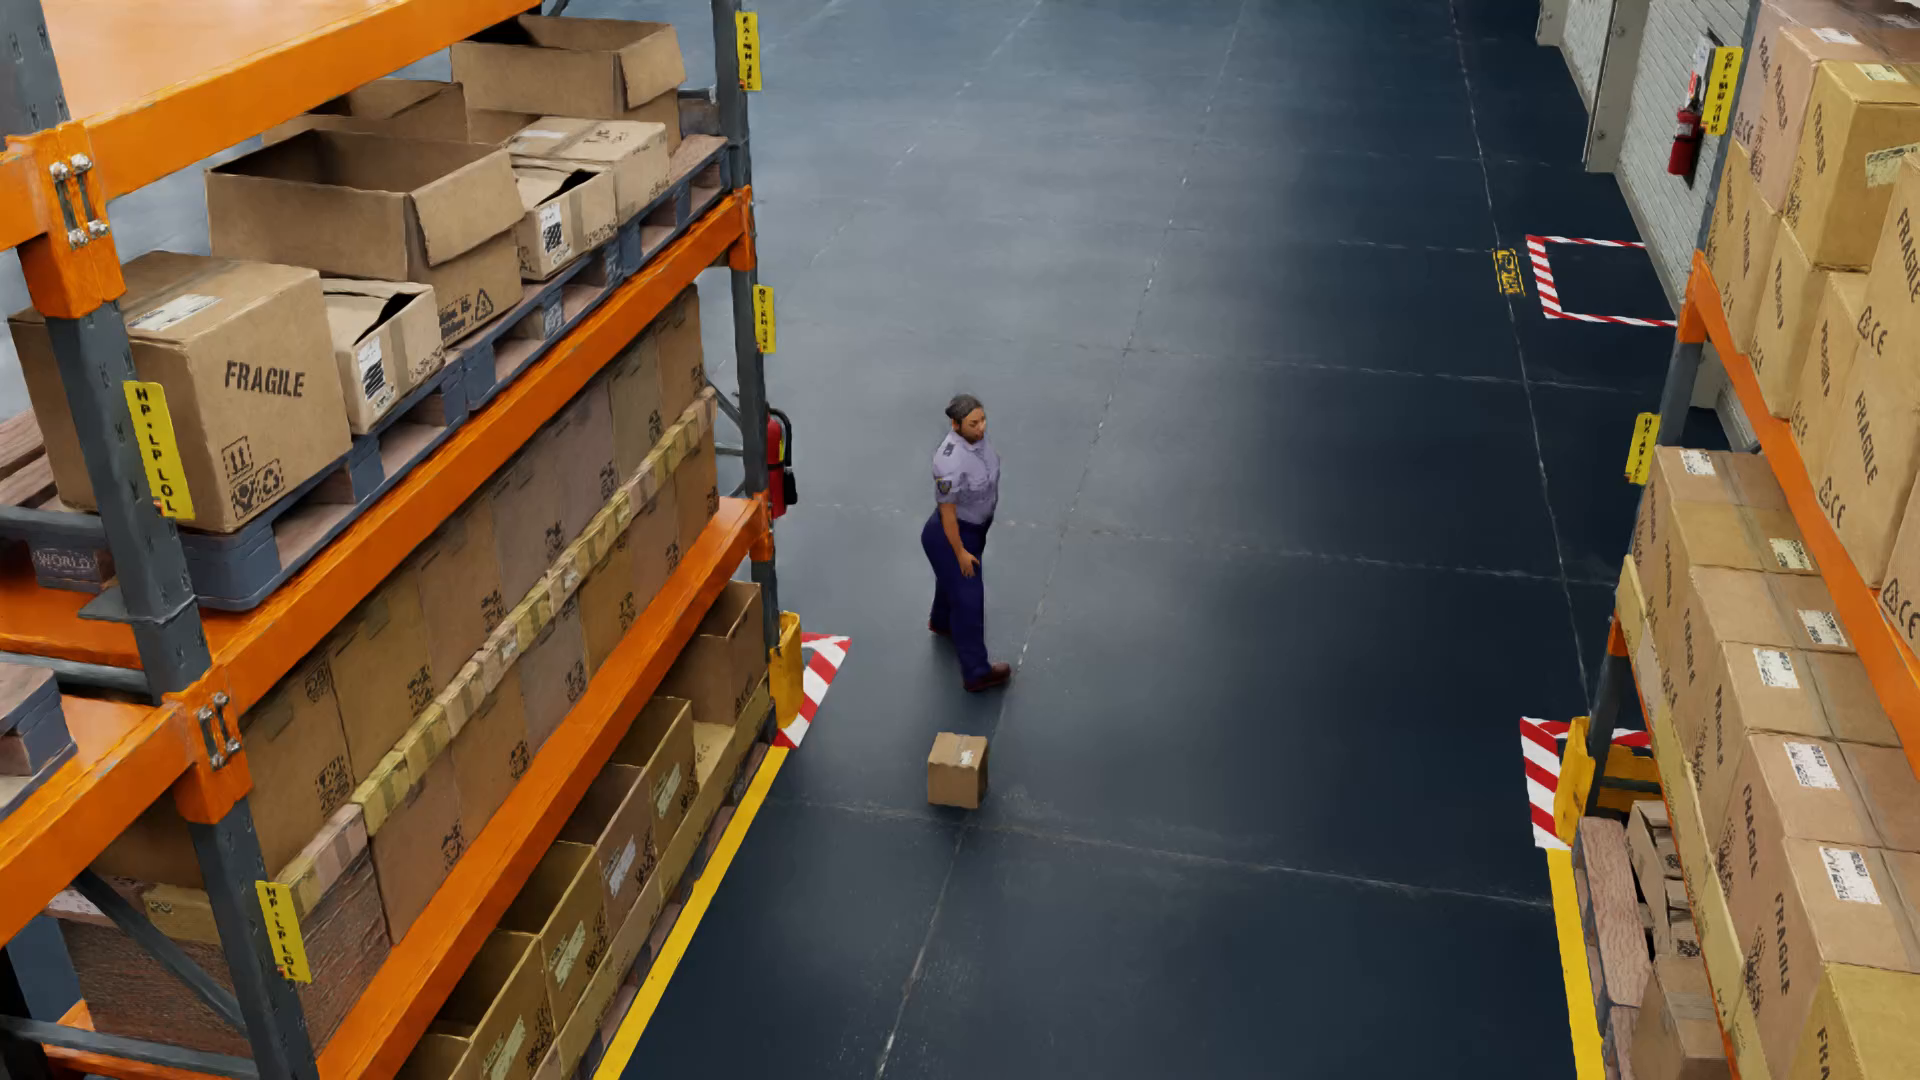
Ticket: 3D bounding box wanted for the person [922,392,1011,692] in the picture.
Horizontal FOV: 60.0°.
[{"bbox_3d":[0.026,-0.046,8.726,0.573,1.650,0.590,9,30,16],"label":"person"}]
